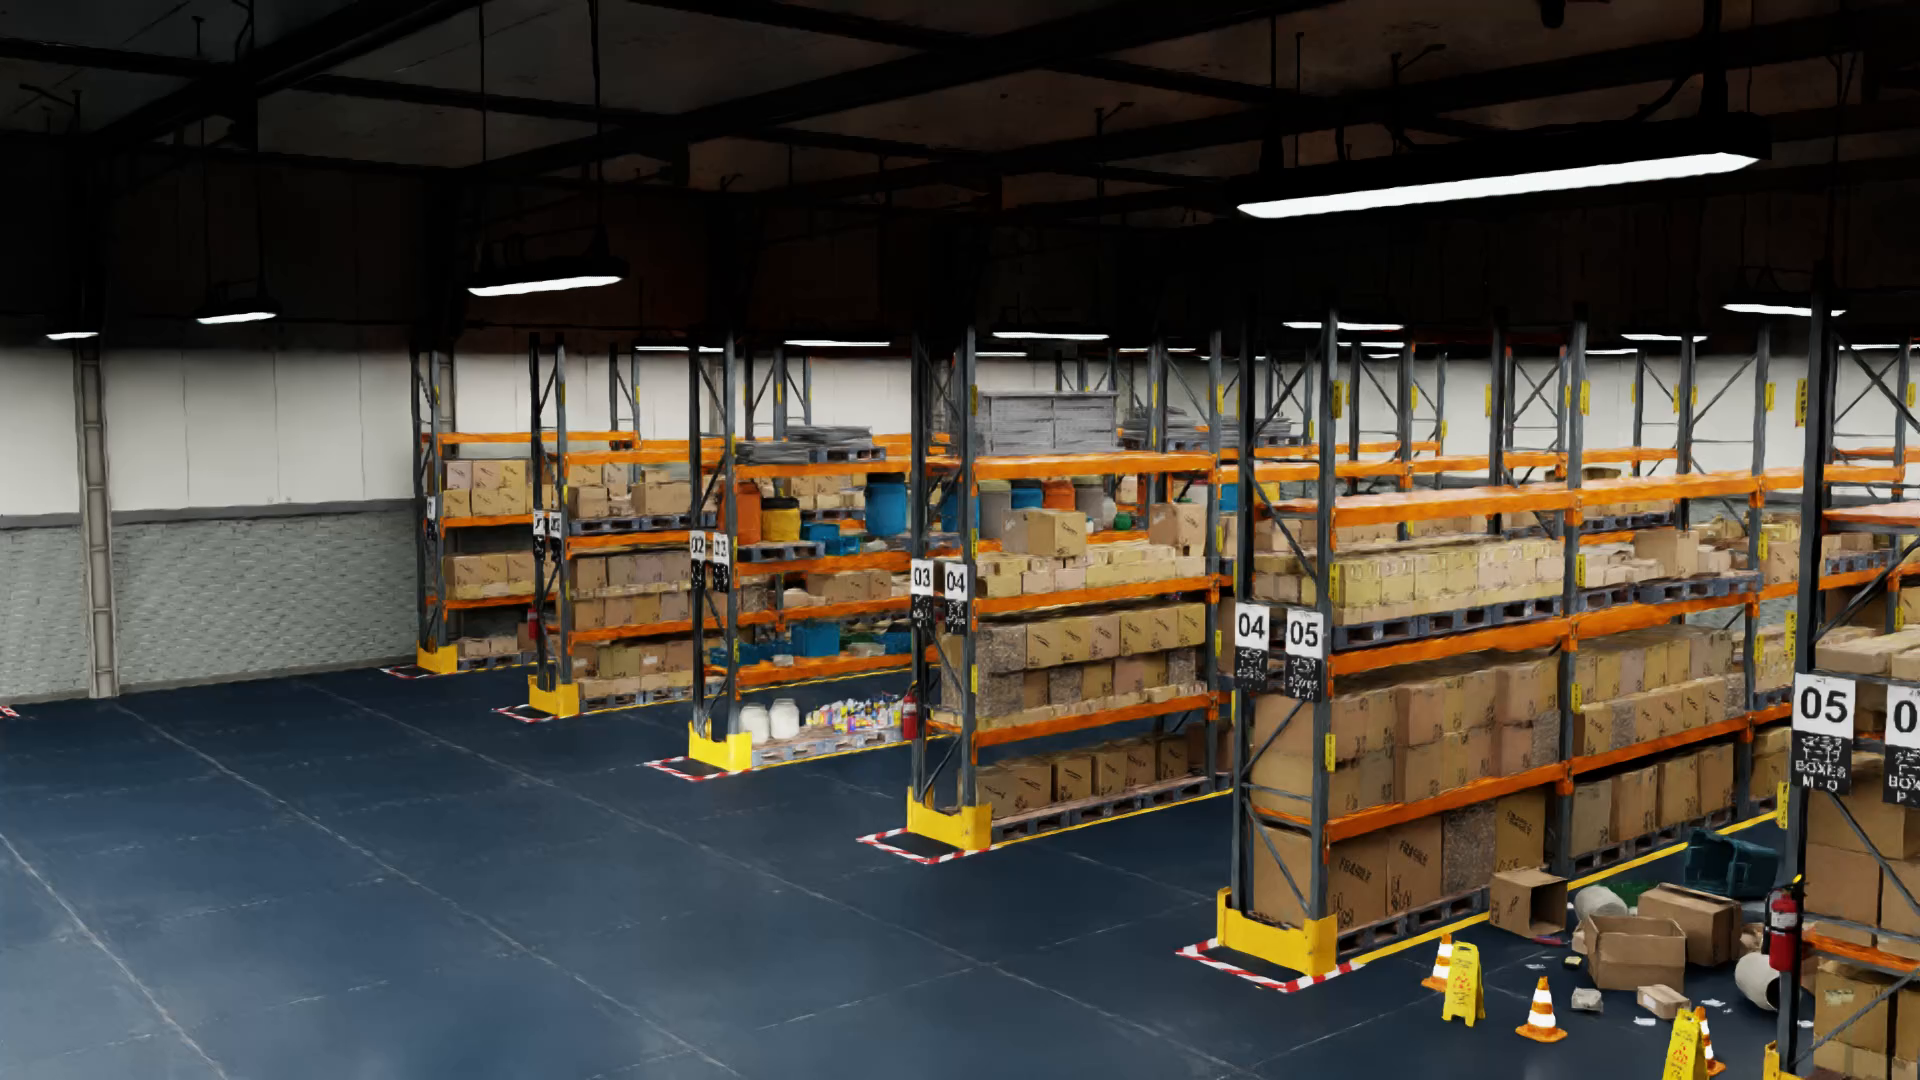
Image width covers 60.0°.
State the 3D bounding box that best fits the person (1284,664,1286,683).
[{"bbox_3d":[4.097,2.370,20.569,0.443,1.786,0.594,2,6,21],"label":"person"}]
